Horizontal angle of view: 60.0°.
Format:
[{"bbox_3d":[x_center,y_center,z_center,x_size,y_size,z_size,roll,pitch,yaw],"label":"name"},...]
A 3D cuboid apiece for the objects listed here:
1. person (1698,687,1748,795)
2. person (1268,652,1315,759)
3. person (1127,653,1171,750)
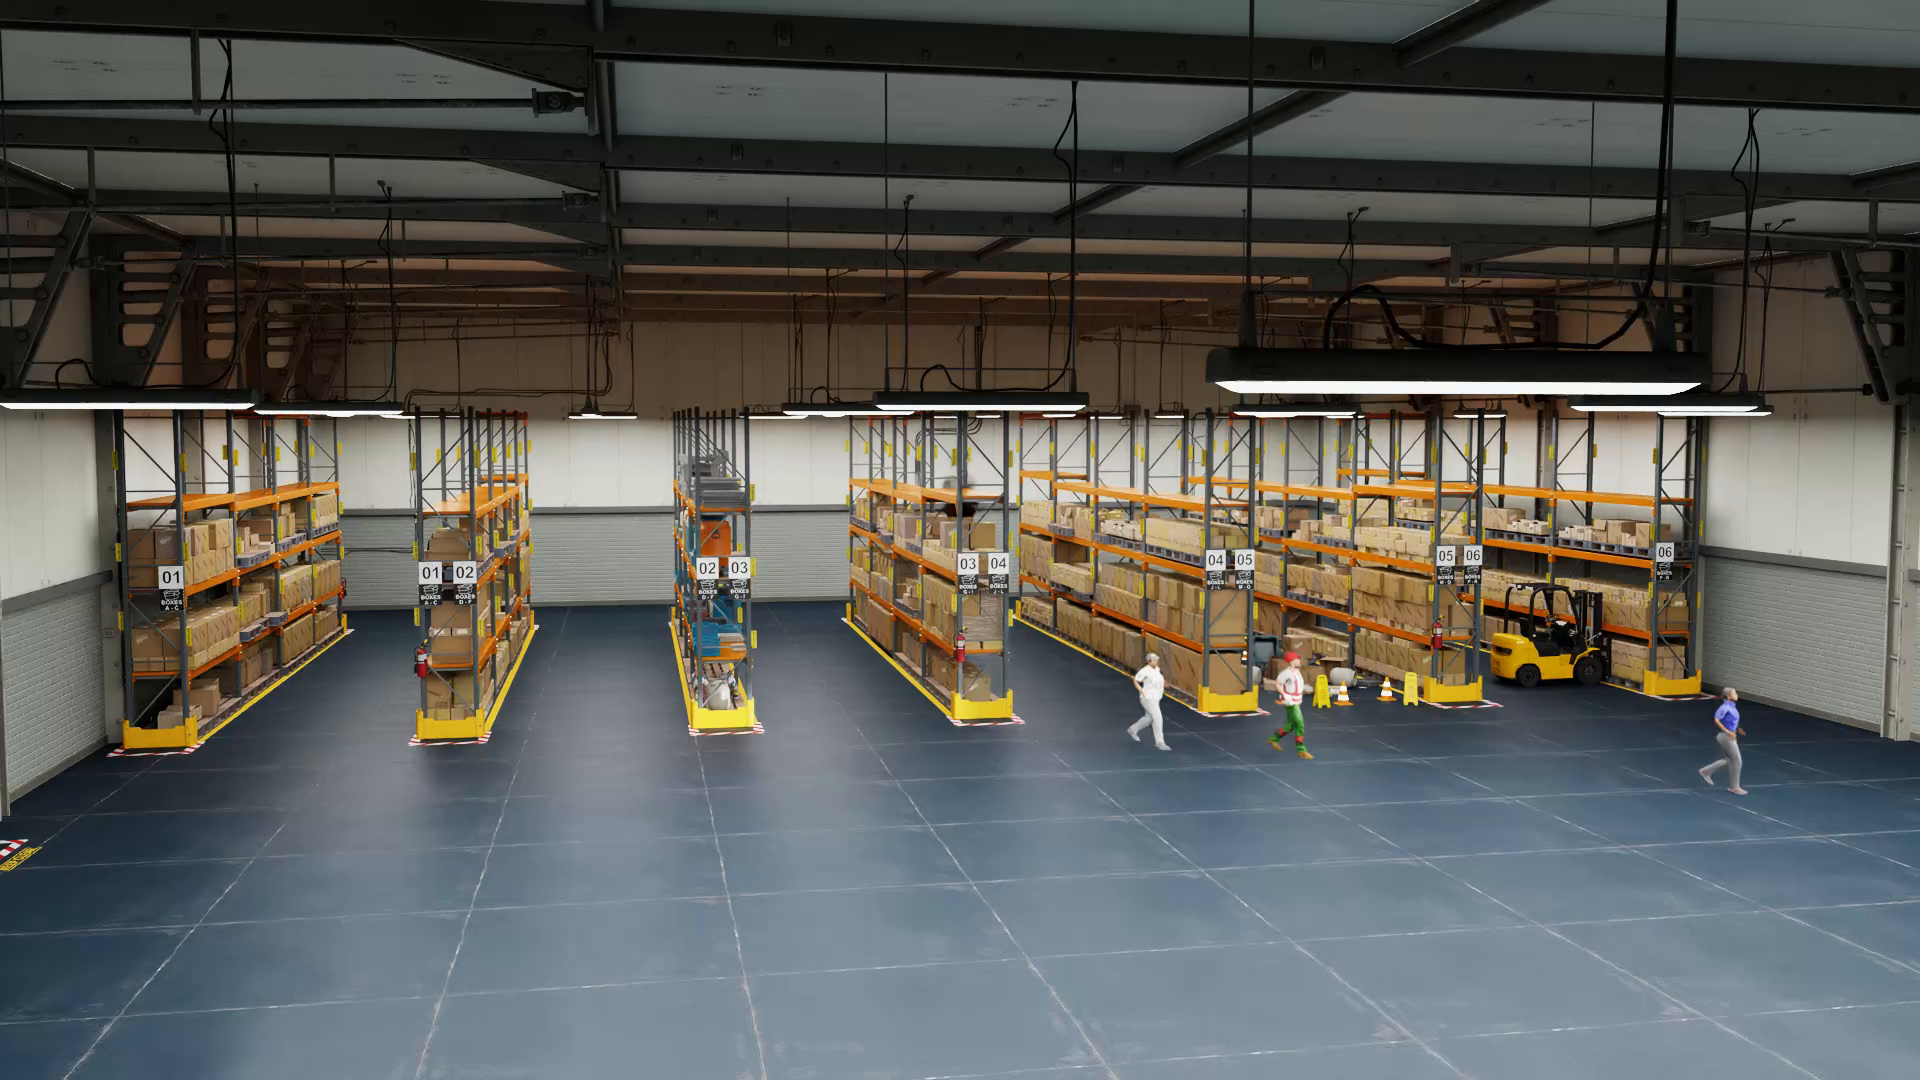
[{"bbox_3d":[11.810,3.085,25.698,0.730,1.652,0.589,2,5,31],"label":"person"},{"bbox_3d":[5.653,2.802,28.377,0.862,1.796,0.651,2,5,27],"label":"person"},{"bbox_3d":[3.341,2.817,29.264,0.869,1.687,0.592,3,5,32],"label":"person"}]
